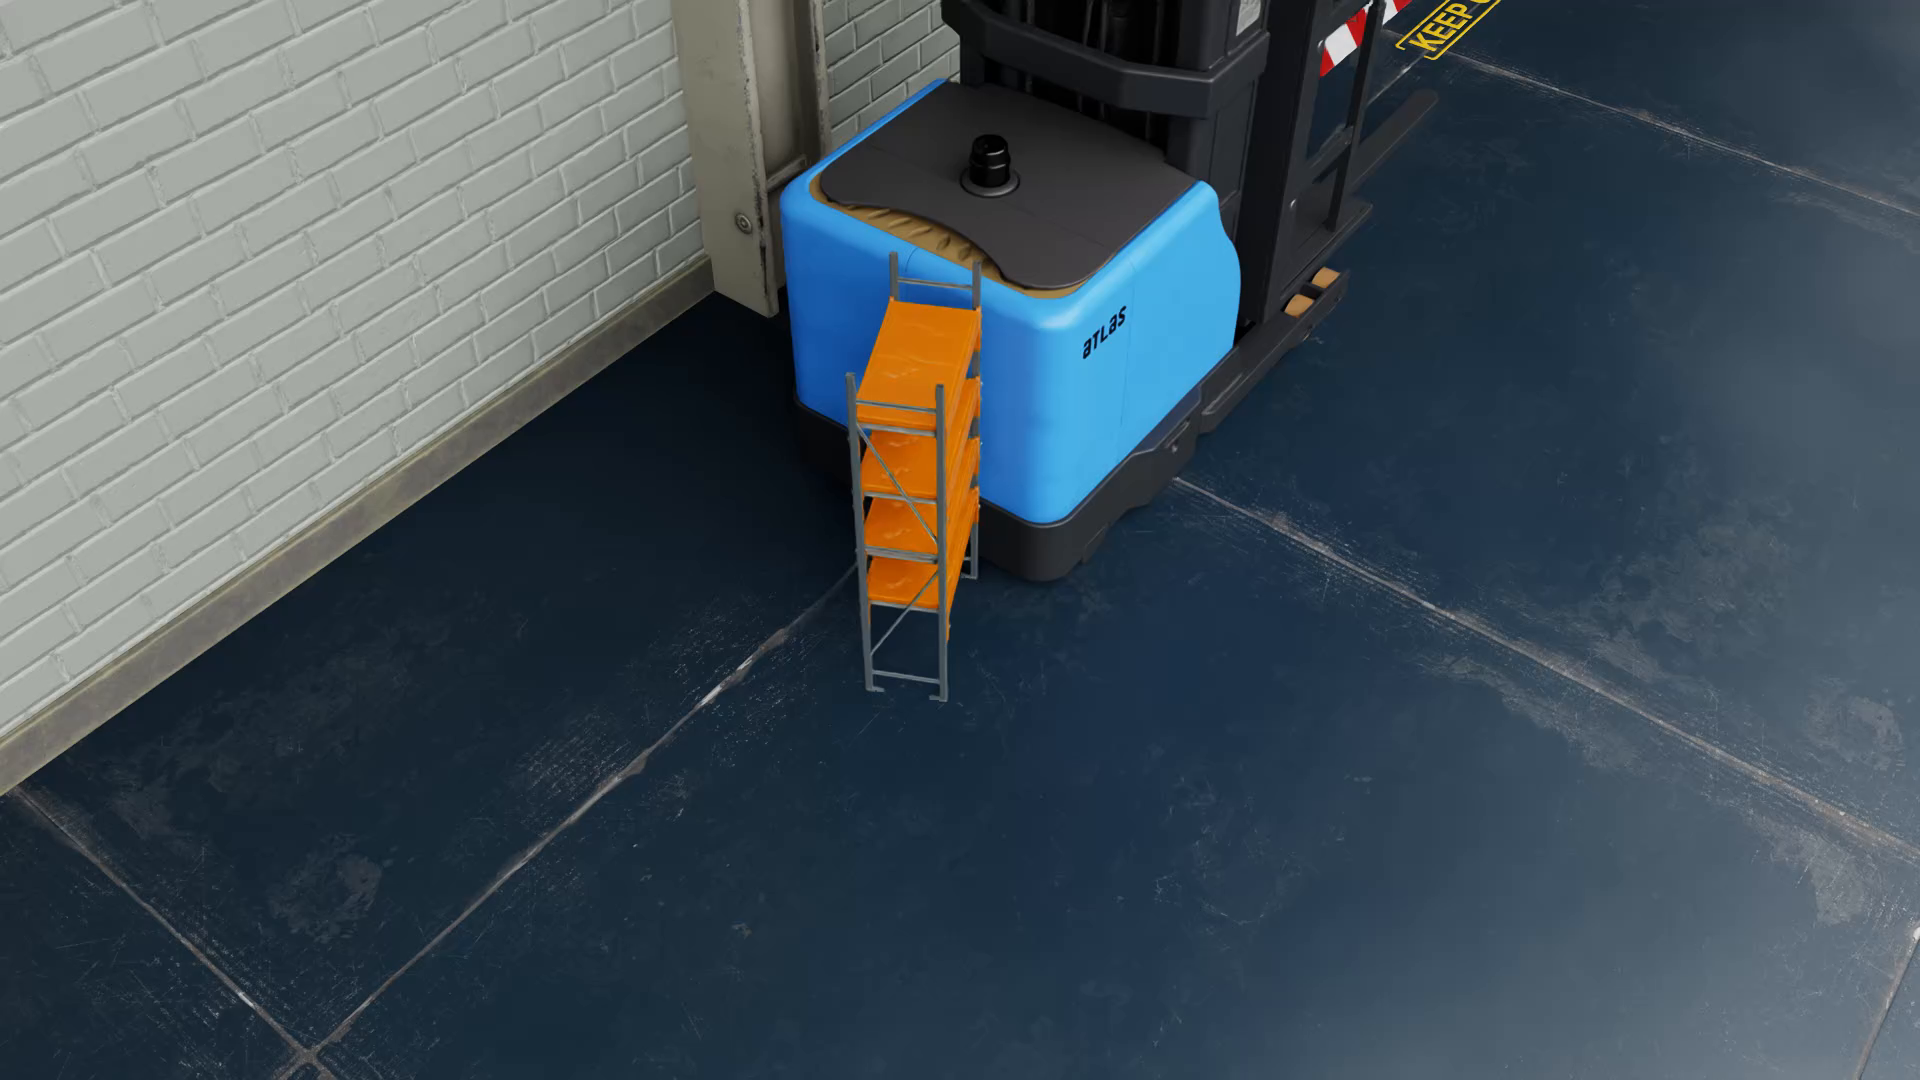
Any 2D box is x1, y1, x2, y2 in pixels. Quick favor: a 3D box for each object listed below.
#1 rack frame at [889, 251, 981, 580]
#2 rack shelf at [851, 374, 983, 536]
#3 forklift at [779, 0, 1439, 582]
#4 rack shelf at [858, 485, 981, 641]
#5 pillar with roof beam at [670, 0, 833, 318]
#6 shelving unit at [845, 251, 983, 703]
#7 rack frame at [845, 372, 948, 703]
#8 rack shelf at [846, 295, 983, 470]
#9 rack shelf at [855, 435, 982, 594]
[{"bbox_3d":[-0.064,-0.312,4.719,0.240,1.200,0.015,8,47,7],"label":"rack frame"},{"bbox_3d":[-0.109,-0.247,4.440,0.258,0.148,0.480,8,47,7],"label":"rack shelf"},{"bbox_3d":[0.748,-1.909,5.047,1.130,2.935,3.031,28,52,24],"label":"forklift"},{"bbox_3d":[-0.109,0.045,4.745,0.258,0.148,0.480,8,47,7],"label":"rack shelf"},{"bbox_3d":[2.718,-2.189,1.118,9.100,9.000,0.400,29,53,25],"label":"pillar with roof beam"},{"bbox_3d":[-0.109,-0.139,4.553,0.258,1.200,0.503,8,47,7],"label":"shelving unit"},{"bbox_3d":[-0.155,0.034,4.387,0.240,1.200,0.015,8,47,7],"label":"rack frame"},{"bbox_3d":[-0.109,-0.410,4.269,0.258,0.148,0.480,8,47,7],"label":"rack shelf"},{"bbox_3d":[-0.109,-0.093,4.602,0.258,0.148,0.480,8,47,7],"label":"rack shelf"}]
